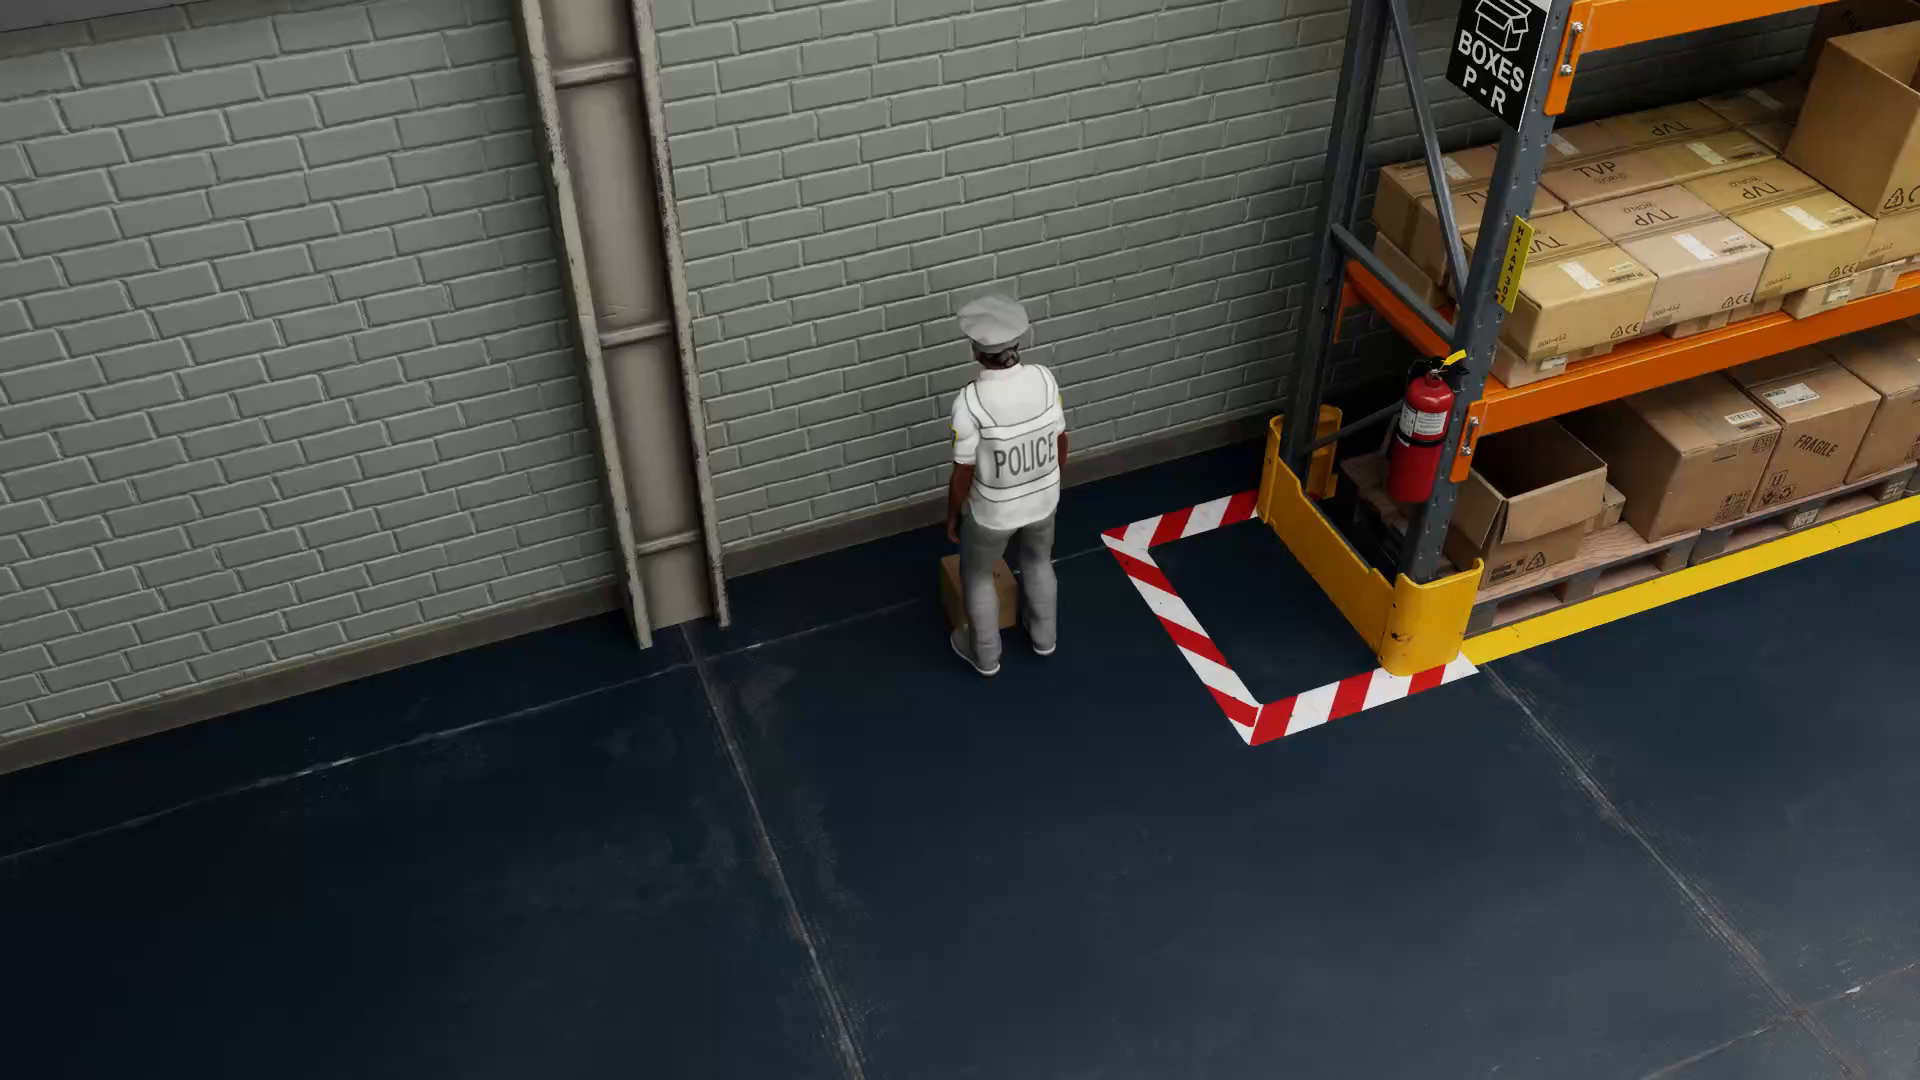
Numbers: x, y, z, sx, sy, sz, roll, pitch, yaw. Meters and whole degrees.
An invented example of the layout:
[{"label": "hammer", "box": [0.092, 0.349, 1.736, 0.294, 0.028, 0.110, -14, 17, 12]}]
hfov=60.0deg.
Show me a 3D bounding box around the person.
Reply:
[{"label": "person", "box": [0.179, -0.160, 6.339, 0.521, 1.657, 0.395, -18, 45, -19]}]
